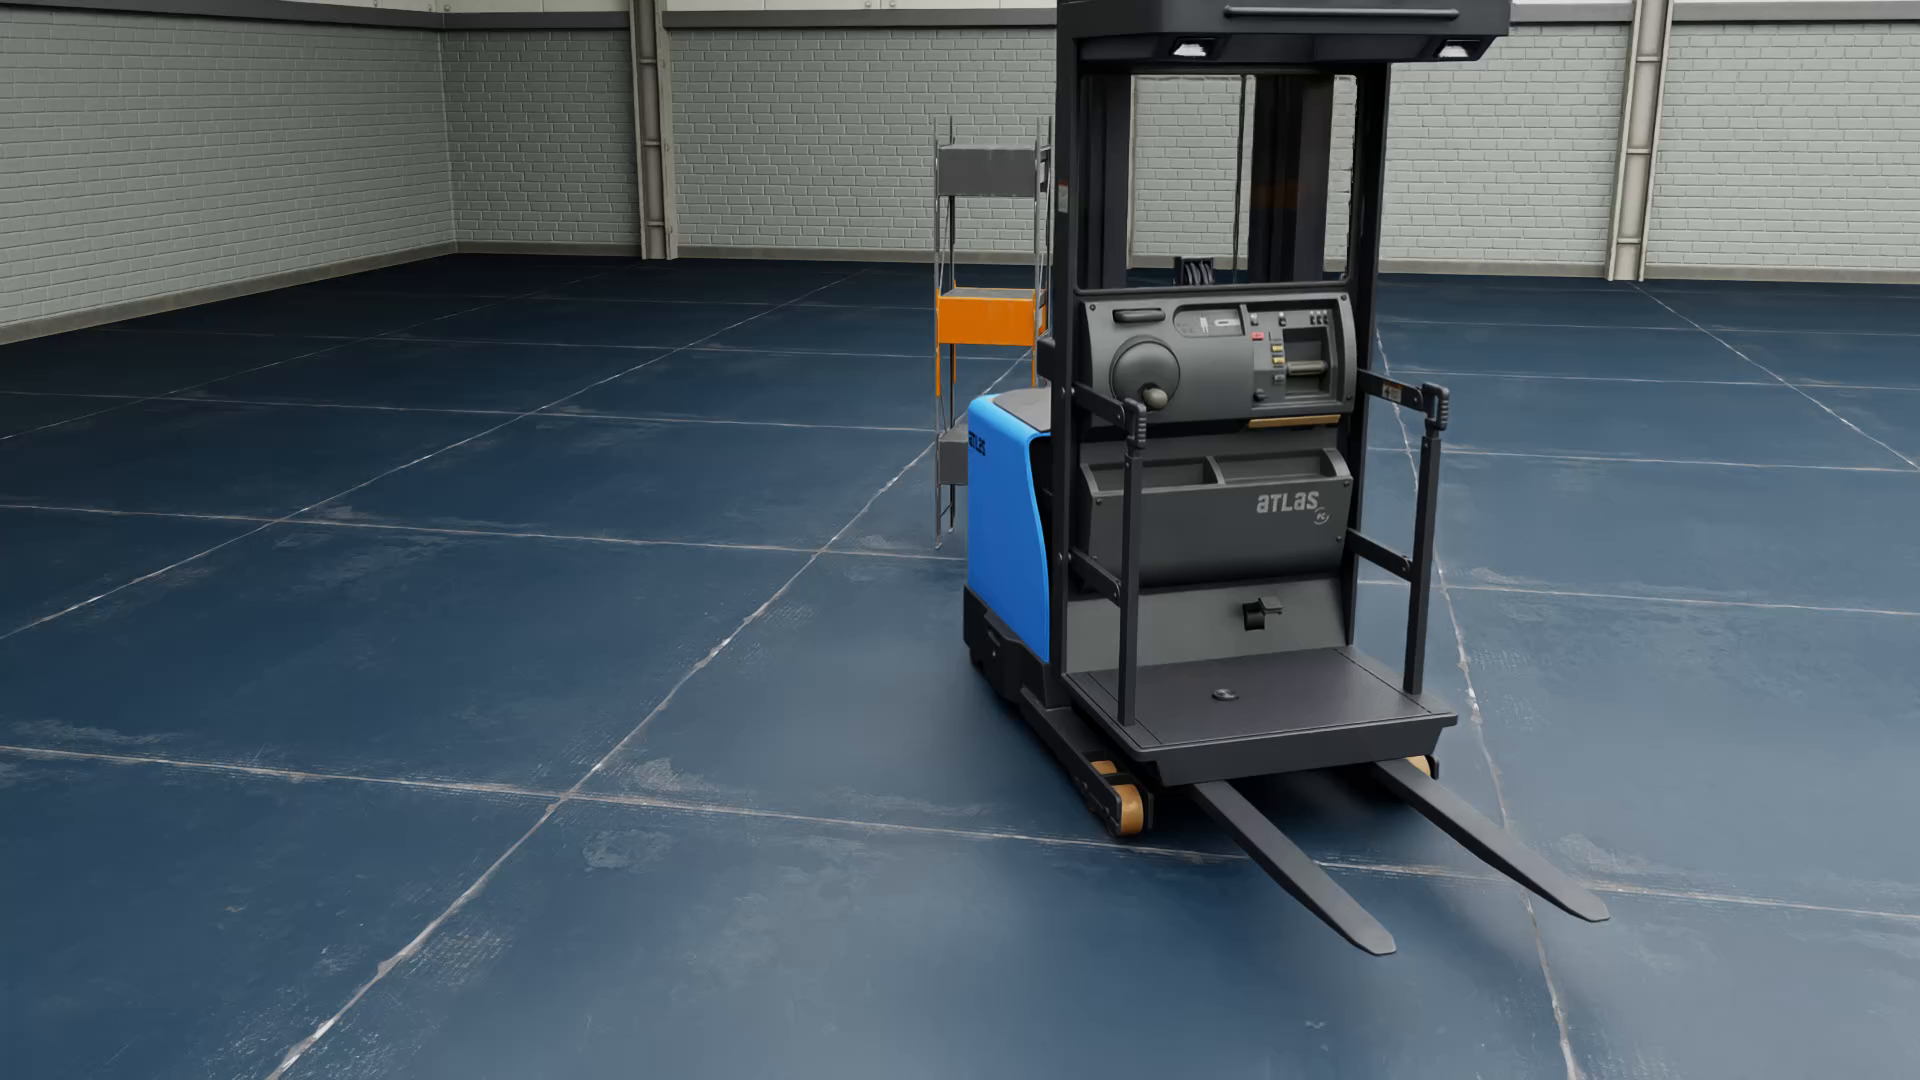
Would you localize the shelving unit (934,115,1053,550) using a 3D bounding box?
[{"bbox_3d":[0.162,-1.003,8.180,0.503,2.100,0.431,3,16,11],"label":"shelving unit"}]

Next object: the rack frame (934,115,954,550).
[{"bbox_3d":[-0.077,-1.016,8.227,0.015,2.100,0.400,3,16,11],"label":"rack frame"}]

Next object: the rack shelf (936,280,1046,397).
[{"bbox_3d":[0.162,-0.990,8.184,0.480,0.518,0.431,3,16,11],"label":"rack shelf"}]

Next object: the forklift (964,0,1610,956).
[{"bbox_3d":[0.911,-0.606,5.189,1.130,2.935,3.031,-4,16,-15],"label":"forklift"}]

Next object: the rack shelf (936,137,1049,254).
[{"bbox_3d":[0.162,-1.665,7.997,0.480,0.518,0.431,3,16,11],"label":"rack shelf"}]

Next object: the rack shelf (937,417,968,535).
[{"bbox_3d":[0.162,-0.315,8.370,0.480,0.518,0.431,3,16,11],"label":"rack shelf"}]

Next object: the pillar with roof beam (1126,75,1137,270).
[{"bbox_3d":[1.075,-6.602,15.469,0.400,9.000,9.100,3,16,11],"label":"pillar with roof beam"}]

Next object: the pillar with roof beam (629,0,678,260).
[{"bbox_3d":[-4.804,-6.921,16.621,0.400,9.000,9.100,3,16,11],"label":"pillar with roof beam"}]

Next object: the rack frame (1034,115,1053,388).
[{"bbox_3d":[0.401,-0.990,8.133,0.015,2.100,0.400,3,16,11],"label":"rack frame"}]

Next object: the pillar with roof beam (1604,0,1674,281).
[{"bbox_3d":[6.955,-6.283,14.317,0.400,9.000,9.100,3,16,11],"label":"pillar with roof beam"}]
